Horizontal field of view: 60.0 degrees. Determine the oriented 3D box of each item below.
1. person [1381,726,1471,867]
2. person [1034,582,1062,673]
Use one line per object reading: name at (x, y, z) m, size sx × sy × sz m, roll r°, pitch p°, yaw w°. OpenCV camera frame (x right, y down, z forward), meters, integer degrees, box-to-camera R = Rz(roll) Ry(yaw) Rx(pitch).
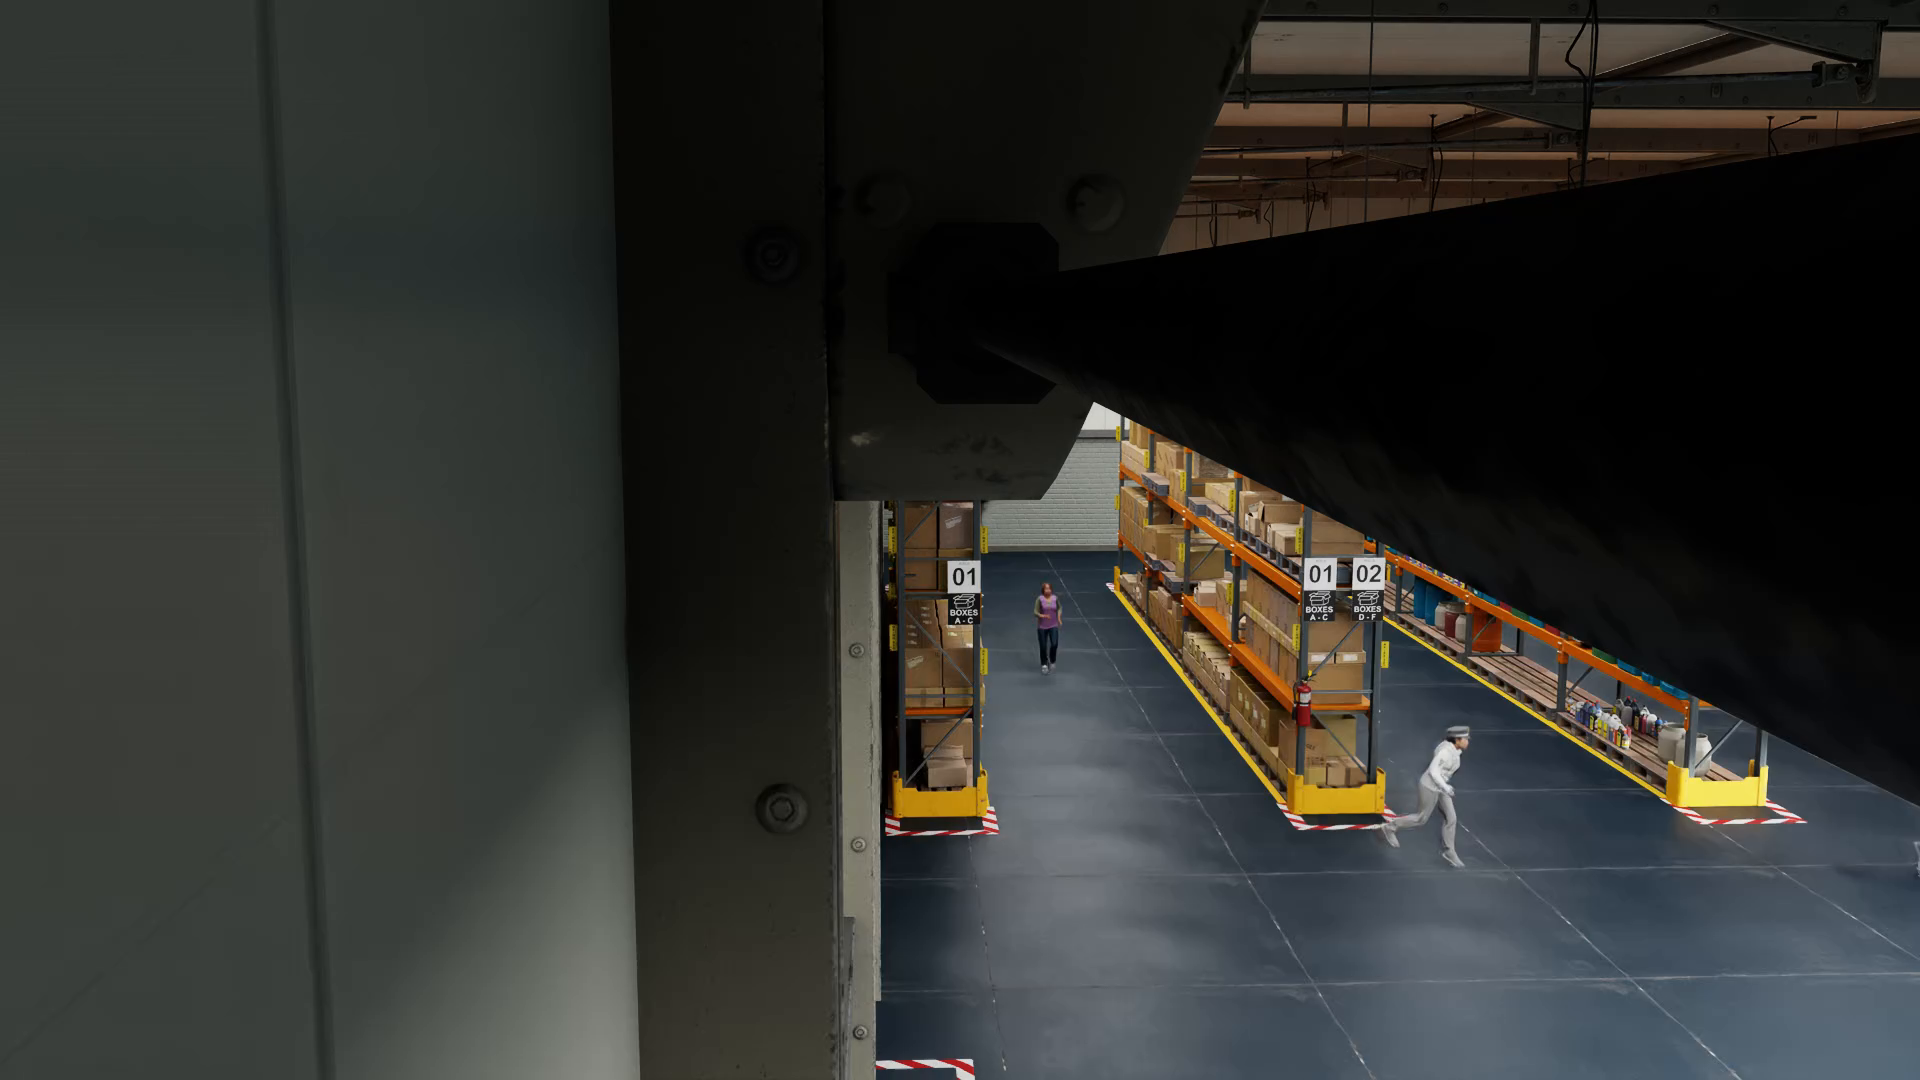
person at (5.294, 2.858, 18.892) m, size 0.966 × 1.630 × 0.647 m, roll 4°, pitch 9°, yaw 26°
person at (1.497, 1.491, 28.172) m, size 0.511 × 1.570 × 0.636 m, roll -1°, pitch 8°, yaw -5°
